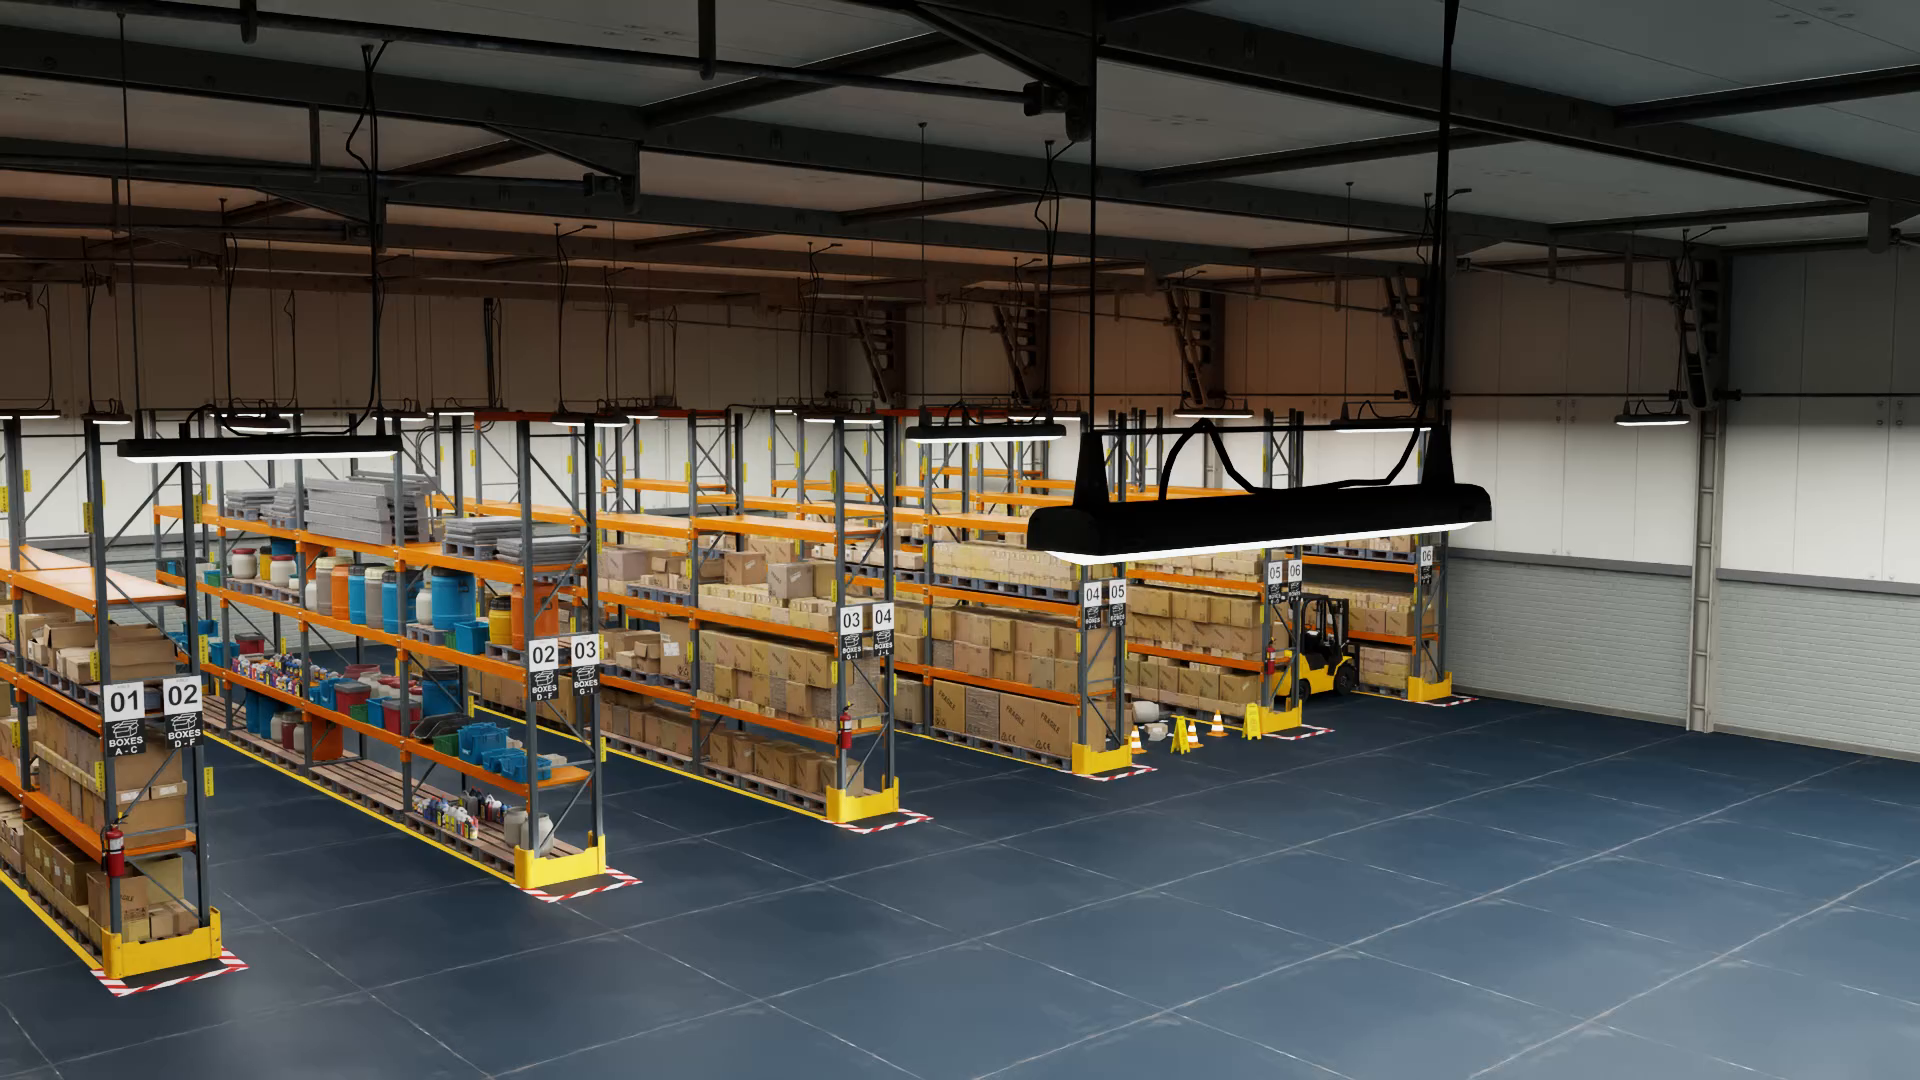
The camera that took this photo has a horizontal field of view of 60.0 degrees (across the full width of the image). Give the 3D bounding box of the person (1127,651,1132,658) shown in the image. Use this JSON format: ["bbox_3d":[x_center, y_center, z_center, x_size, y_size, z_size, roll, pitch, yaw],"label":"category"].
[{"bbox_3d":[4.137,2.070,38.641,0.595,1.814,0.584,3,6,35],"label":"person"}]
